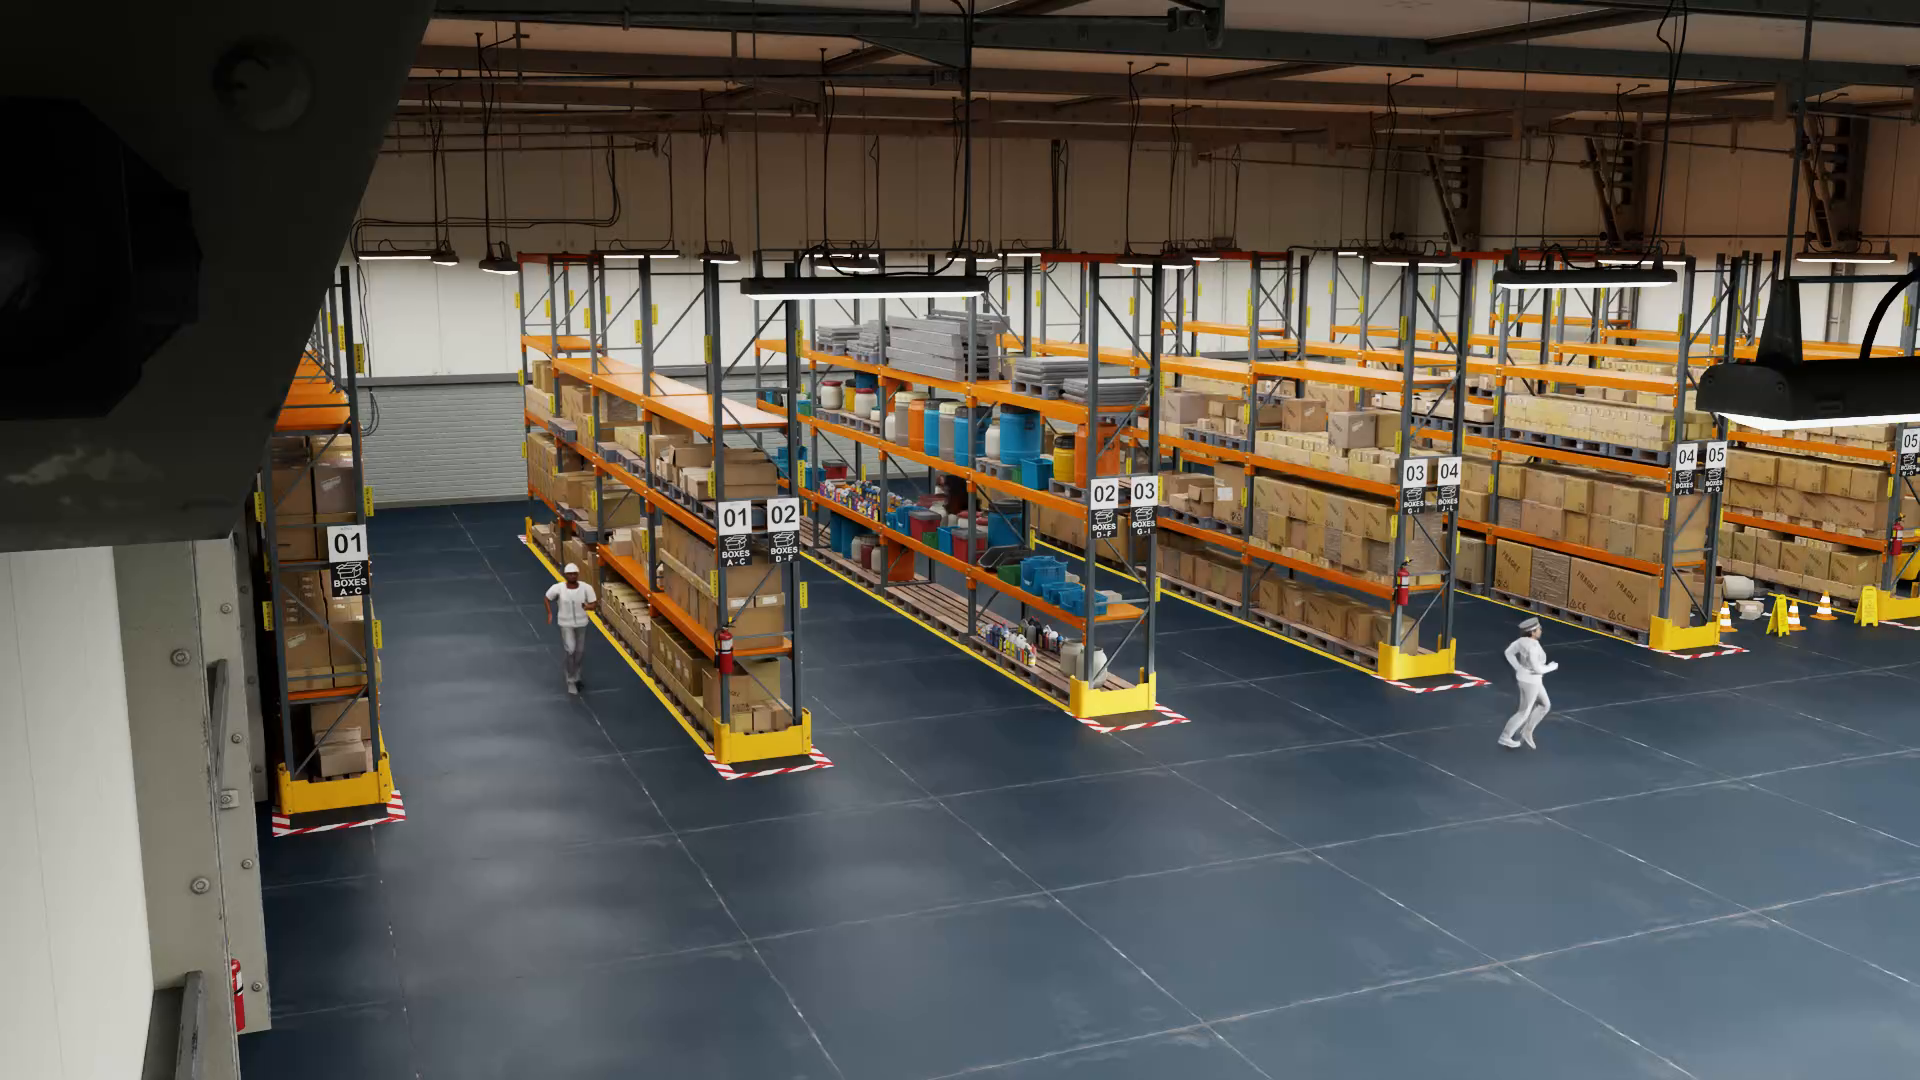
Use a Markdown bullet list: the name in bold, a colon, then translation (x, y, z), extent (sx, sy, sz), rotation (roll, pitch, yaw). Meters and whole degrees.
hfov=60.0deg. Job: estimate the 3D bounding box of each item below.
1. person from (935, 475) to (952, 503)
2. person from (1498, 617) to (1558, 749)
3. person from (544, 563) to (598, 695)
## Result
- **person**: translation (-0.310, -0.535, 33.534), extent (0.500, 1.577, 0.650), rotation (-6, 12, -28)
- **person**: translation (7.051, 1.783, 20.605), extent (0.673, 1.703, 0.570), rotation (1, 10, 7)
- **person**: translation (-5.449, 1.225, 23.430), extent (0.674, 1.828, 0.782), rotation (-5, 12, -26)
